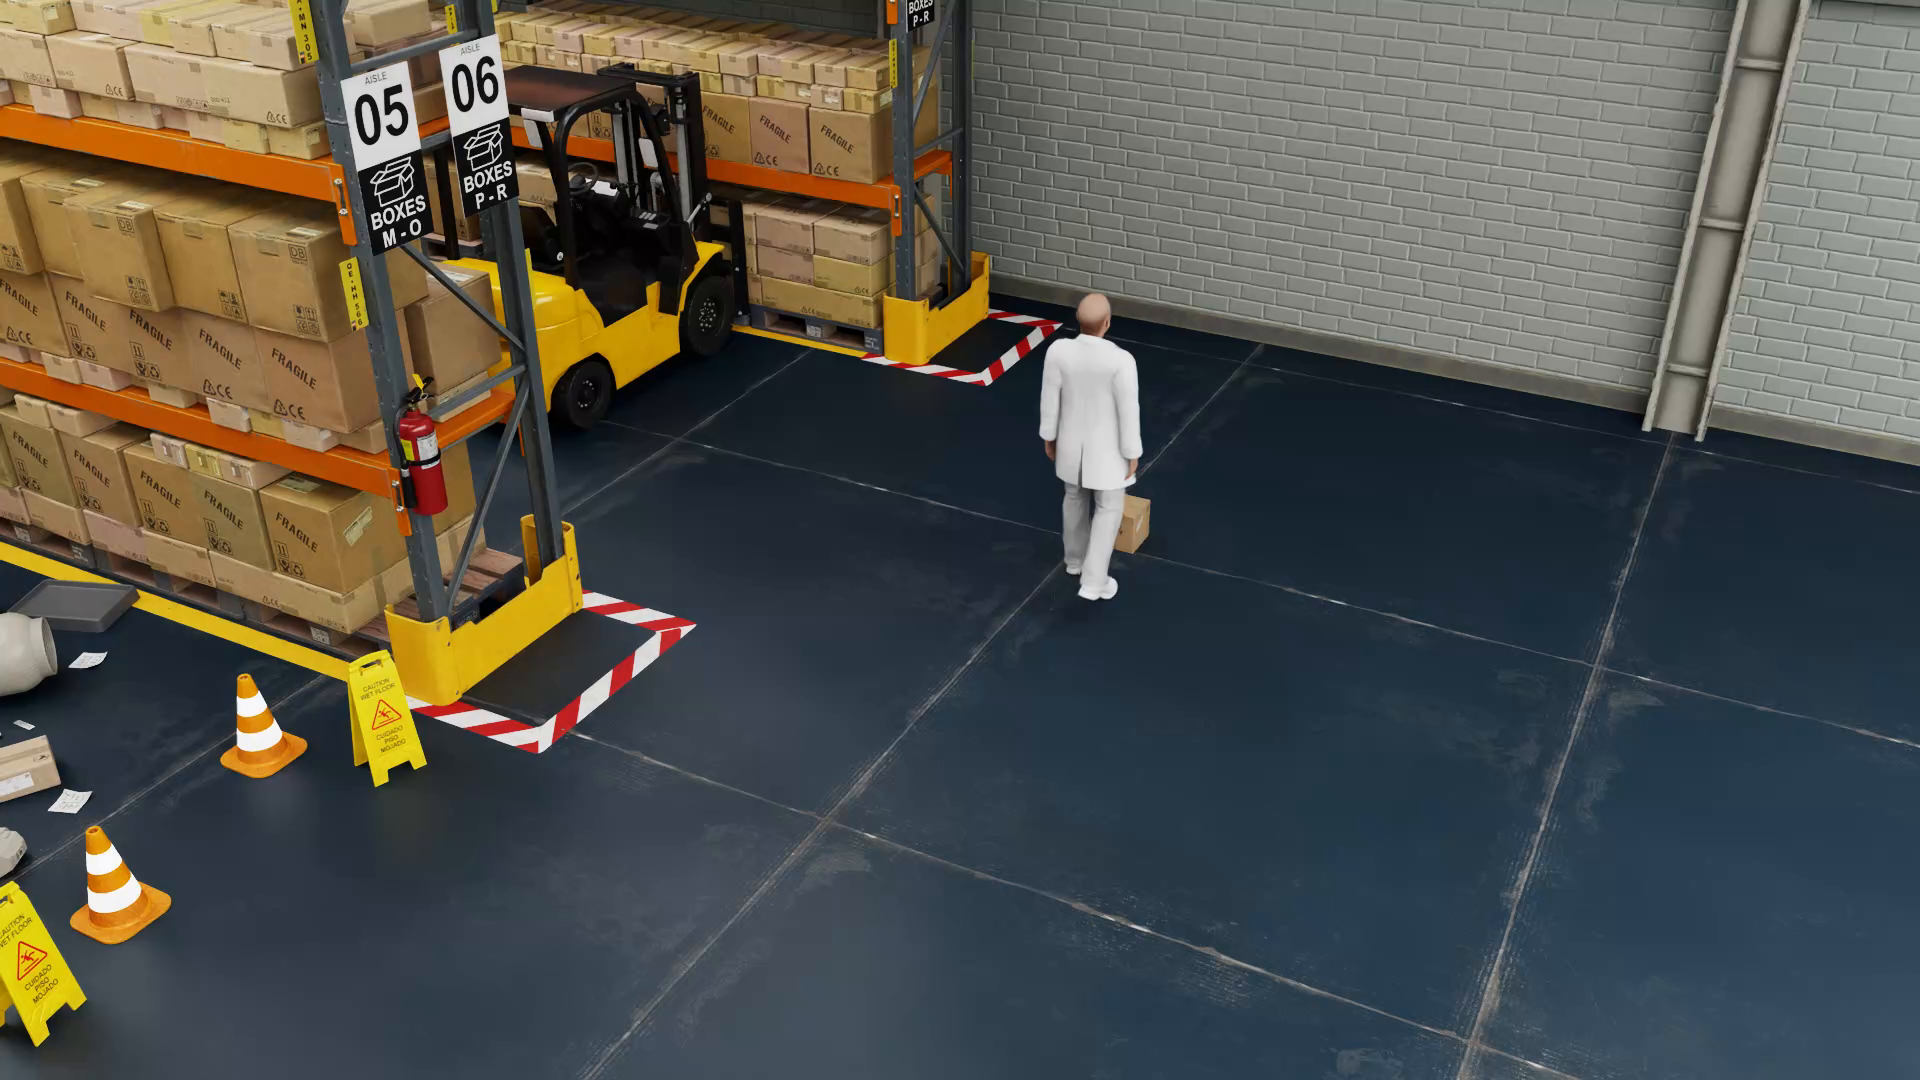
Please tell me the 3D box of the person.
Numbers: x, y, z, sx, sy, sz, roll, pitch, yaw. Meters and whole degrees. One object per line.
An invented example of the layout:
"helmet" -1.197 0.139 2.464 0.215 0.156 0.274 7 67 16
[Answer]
"person" 0.747 -0.543 9.262 0.617 1.790 0.722 14 33 24
